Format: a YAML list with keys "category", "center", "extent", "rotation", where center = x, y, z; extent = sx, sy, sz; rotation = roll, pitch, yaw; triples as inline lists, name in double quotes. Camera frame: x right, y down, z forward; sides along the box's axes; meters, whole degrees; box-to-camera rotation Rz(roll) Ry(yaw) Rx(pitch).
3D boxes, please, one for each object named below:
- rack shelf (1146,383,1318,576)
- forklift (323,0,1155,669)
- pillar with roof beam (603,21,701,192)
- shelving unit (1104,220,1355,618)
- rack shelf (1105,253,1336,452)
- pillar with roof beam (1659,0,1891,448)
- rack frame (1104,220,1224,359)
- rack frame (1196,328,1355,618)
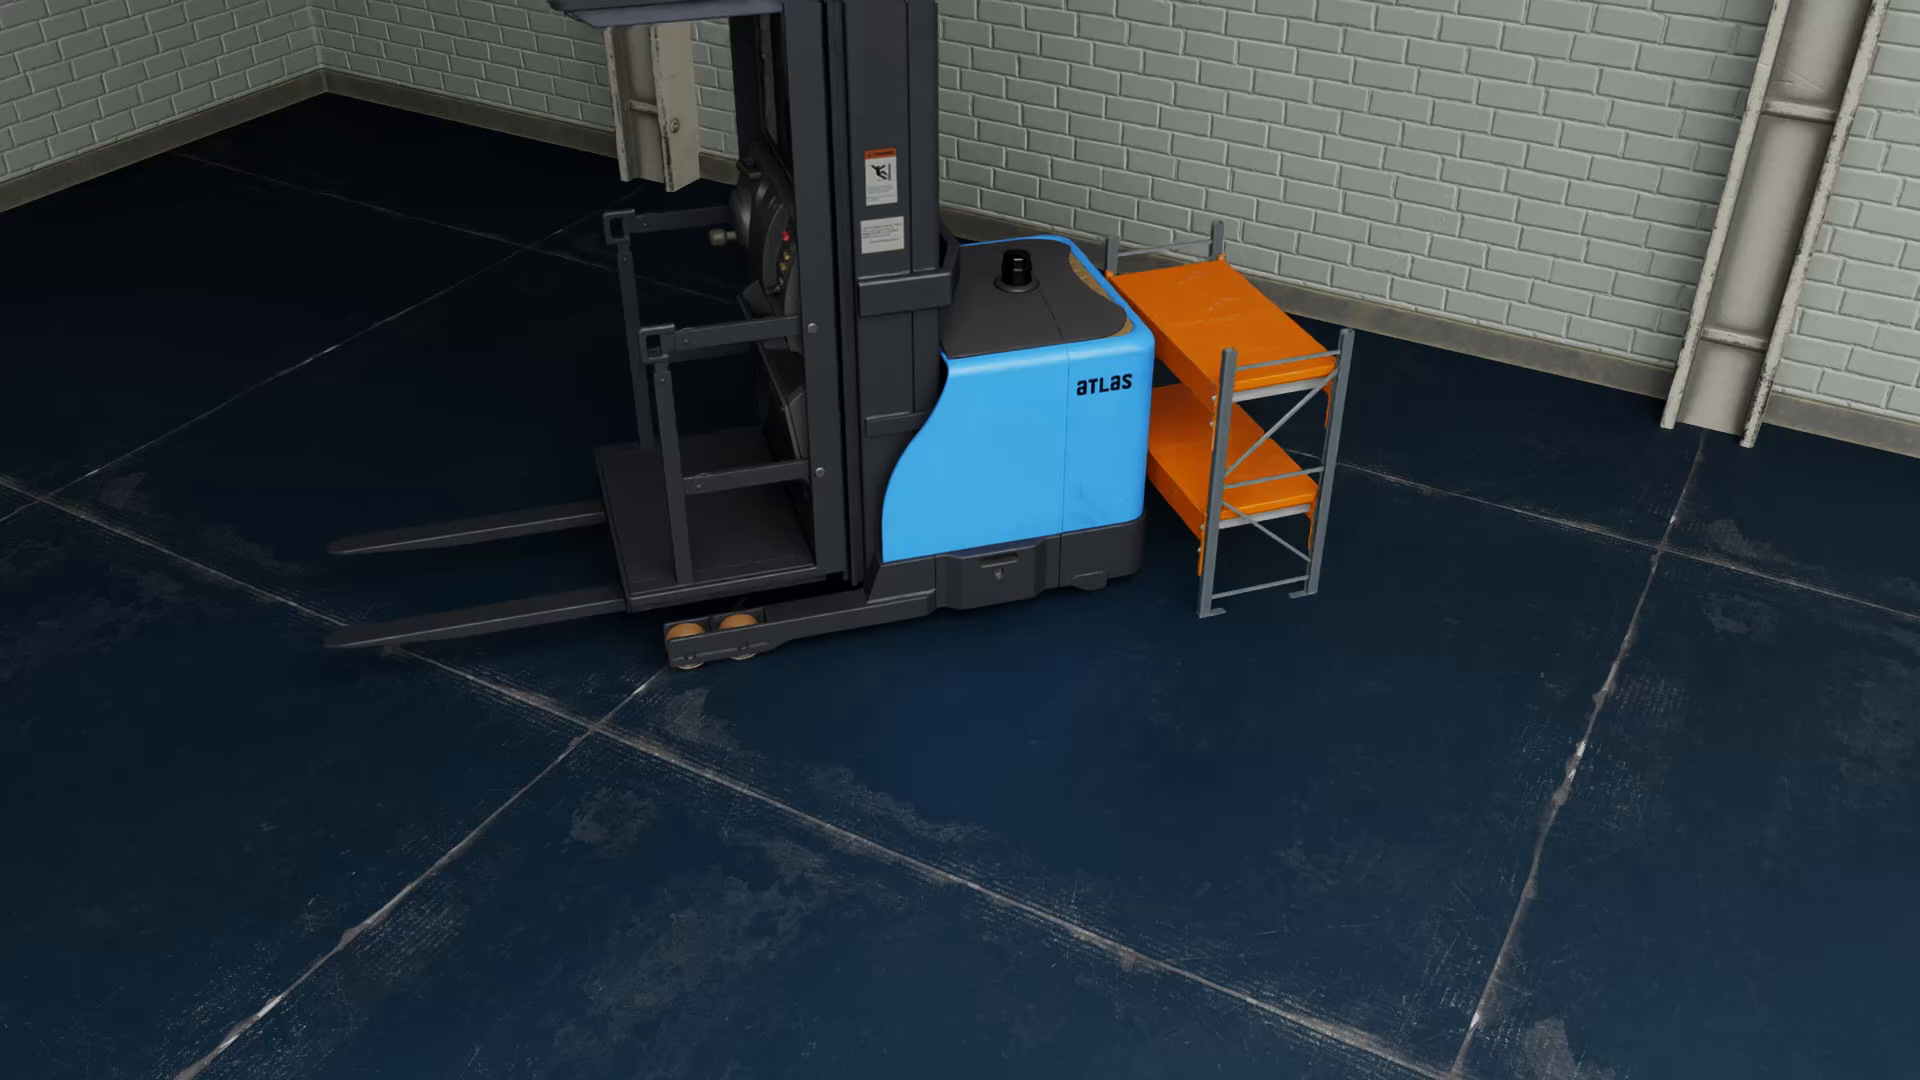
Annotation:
- category: "rack shelf"
  center: [0.976, -0.286, 6.606]
  extent: [0.538, 0.278, 1.000]
  rotation: [-11, 35, -16]
- category: "forklift"
  center: [-0.860, -1.079, 5.725]
  extent: [3.031, 2.935, 1.130]
  rotation: [-9, 35, -14]
- category: "pillar with roof beam"
  center: [-3.934, -3.858, 4.425]
  extent: [0.400, 9.000, 9.100]
  rotation: [18, 37, 24]
- category: "shelving unit"
  center: [0.976, -0.490, 6.471]
  extent: [0.538, 1.125, 1.048]
  rotation: [-11, 35, -16]
- category: "rack shelf"
  center: [0.976, -0.734, 6.308]
  extent: [0.538, 0.278, 1.000]
  rotation: [-11, 35, -16]
- category: "pillar with roof beam"
  center: [1.275, -2.208, 1.947]
  extent: [0.400, 9.000, 9.100]
  rotation: [18, 37, 24]
- category: "rack frame"
  center: [0.811, -0.757, 6.871]
  extent: [0.500, 1.125, 0.032]
  rotation: [-11, 35, -16]
- category: "rack frame"
  center: [1.141, -0.224, 6.070]
  extent: [0.500, 1.125, 0.032]
  rotation: [-11, 35, -16]
